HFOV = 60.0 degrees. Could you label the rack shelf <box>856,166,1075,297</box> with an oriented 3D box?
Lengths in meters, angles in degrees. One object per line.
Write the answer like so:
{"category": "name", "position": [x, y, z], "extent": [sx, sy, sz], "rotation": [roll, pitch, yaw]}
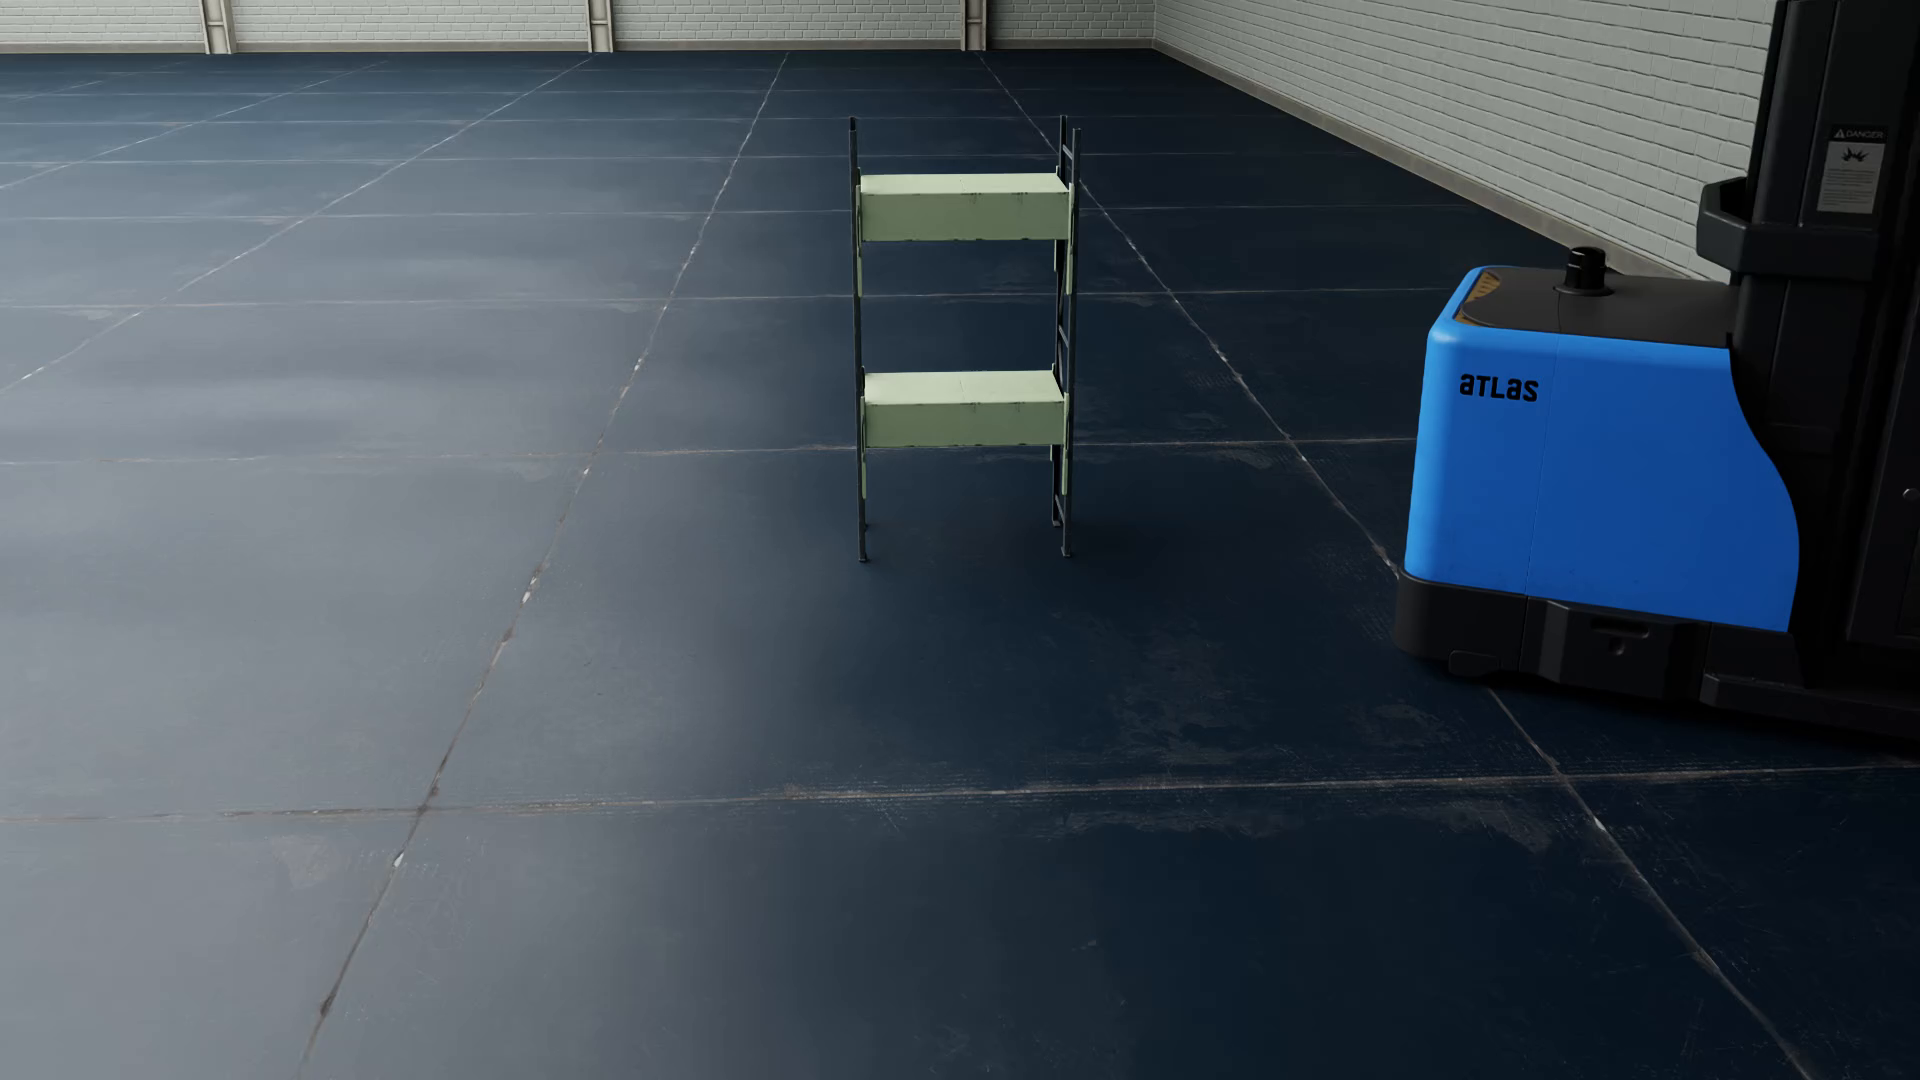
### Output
{"category": "rack shelf", "position": [0.007, -1.066, 5.716], "extent": [0.720, 0.370, 0.431], "rotation": [-1, 21, -3]}

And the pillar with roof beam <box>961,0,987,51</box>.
{"category": "pillar with roof beam", "position": [0.466, -10.680, 21.527], "extent": [0.400, 9.000, 9.100], "rotation": [-1, 21, -3]}

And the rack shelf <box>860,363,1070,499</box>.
{"category": "rack shelf", "position": [0.007, -0.396, 5.970], "extent": [0.720, 0.370, 0.431], "rotation": [-1, 21, -3]}

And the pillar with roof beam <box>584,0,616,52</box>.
{"category": "pillar with roof beam", "position": [-5.524, -10.559, 21.207], "extent": [0.400, 9.000, 9.100], "rotation": [-1, 21, -3]}

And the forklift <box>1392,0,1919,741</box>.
{"category": "forklift", "position": [2.892, -0.928, 4.439], "extent": [3.031, 2.935, 1.130], "rotation": [9, 22, 21]}

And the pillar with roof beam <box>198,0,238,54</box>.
{"category": "pillar with roof beam", "position": [-11.515, -10.437, 20.887], "extent": [0.400, 9.000, 9.100], "rotation": [-1, 21, -3]}

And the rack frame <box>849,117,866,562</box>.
{"category": "rack frame", "position": [-0.359, -0.694, 5.835], "extent": [0.023, 1.500, 0.400], "rotation": [-1, 21, -3]}

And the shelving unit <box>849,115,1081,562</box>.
{"category": "shelving unit", "position": [0.007, -0.701, 5.854], "extent": [0.755, 1.500, 0.431], "rotation": [-1, 21, -3]}

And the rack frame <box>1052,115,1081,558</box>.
{"category": "rack frame", "position": [0.372, -0.708, 5.874], "extent": [0.023, 1.500, 0.400], "rotation": [-1, 21, -3]}
